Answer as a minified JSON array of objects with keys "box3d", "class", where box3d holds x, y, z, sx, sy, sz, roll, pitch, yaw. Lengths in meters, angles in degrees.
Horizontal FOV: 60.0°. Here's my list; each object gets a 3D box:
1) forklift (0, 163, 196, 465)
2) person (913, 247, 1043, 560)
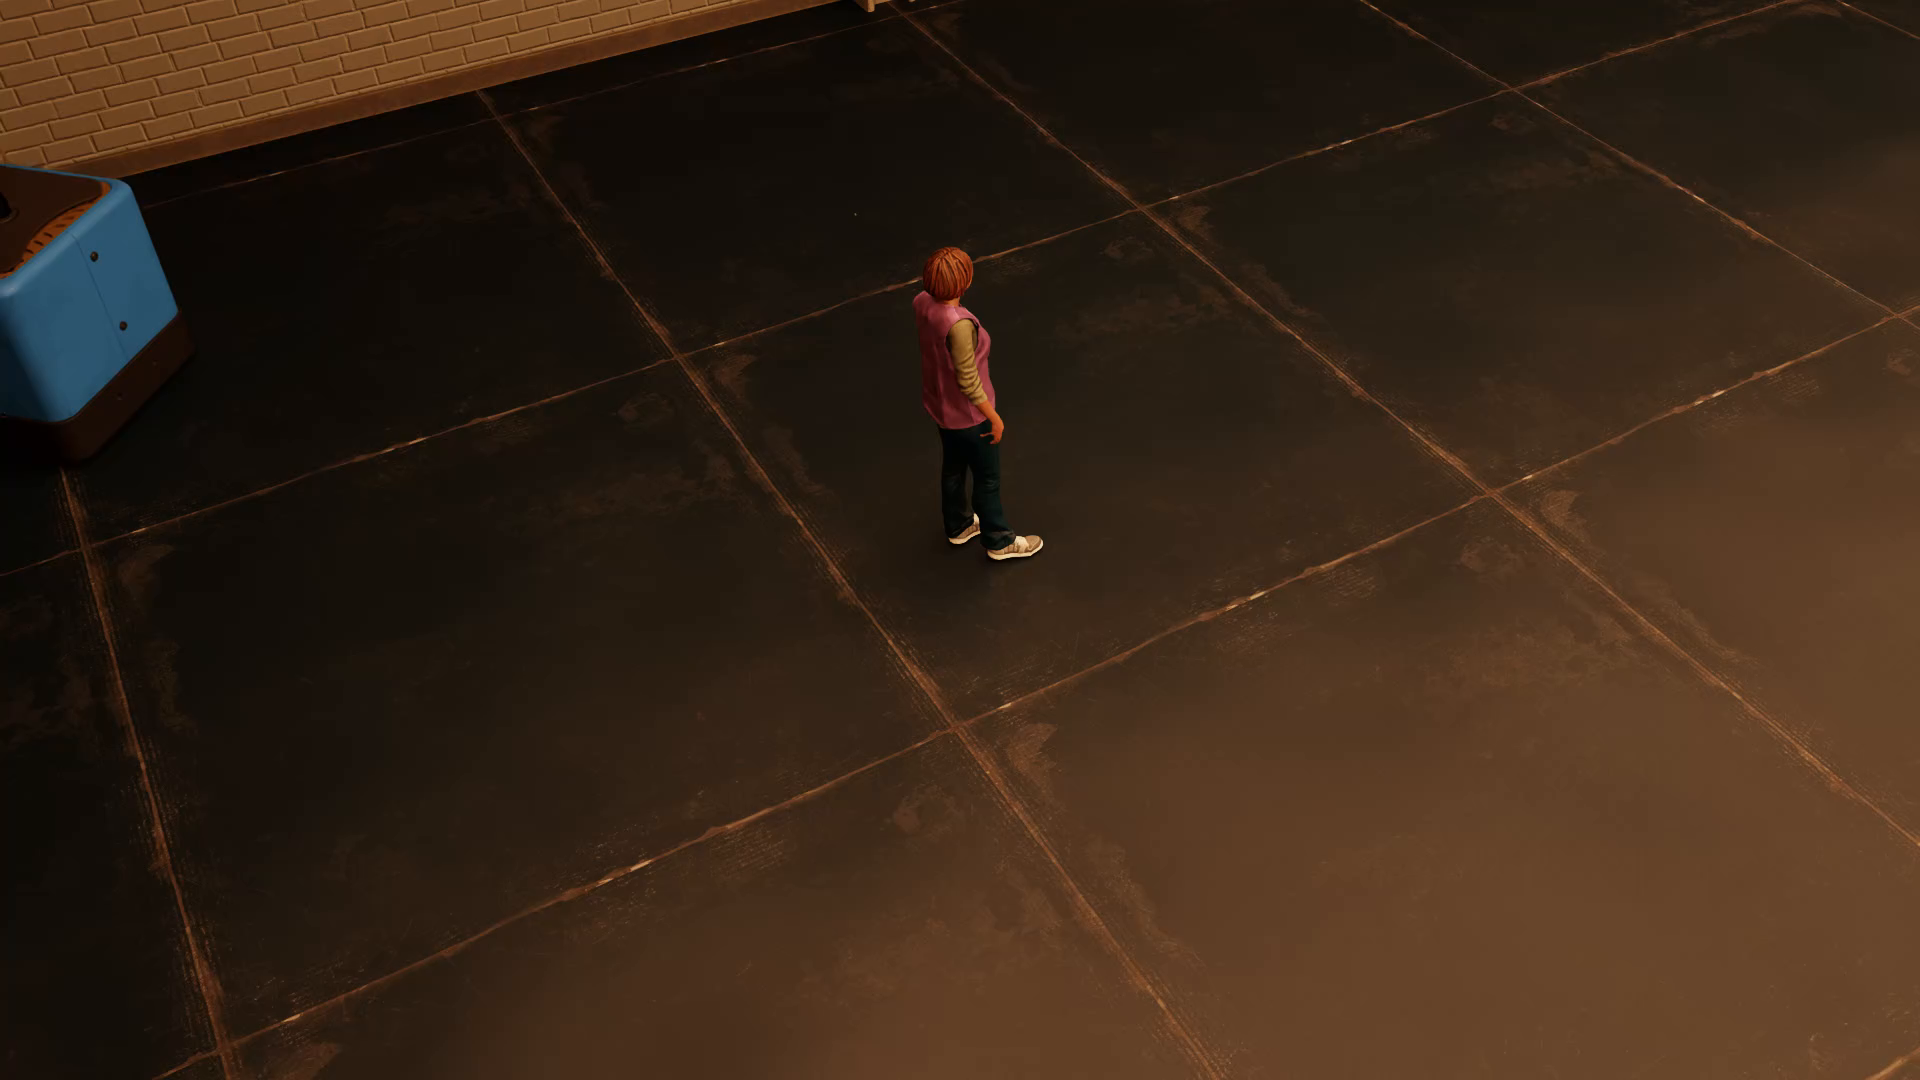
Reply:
[{"box3d":[-5.638,-1.979,7.831,3.031,2.935,1.130,9,44,10],"class":"forklift"},{"box3d":[0.072,-0.608,7.324,0.473,1.599,0.521,-21,47,-21],"class":"person"}]
